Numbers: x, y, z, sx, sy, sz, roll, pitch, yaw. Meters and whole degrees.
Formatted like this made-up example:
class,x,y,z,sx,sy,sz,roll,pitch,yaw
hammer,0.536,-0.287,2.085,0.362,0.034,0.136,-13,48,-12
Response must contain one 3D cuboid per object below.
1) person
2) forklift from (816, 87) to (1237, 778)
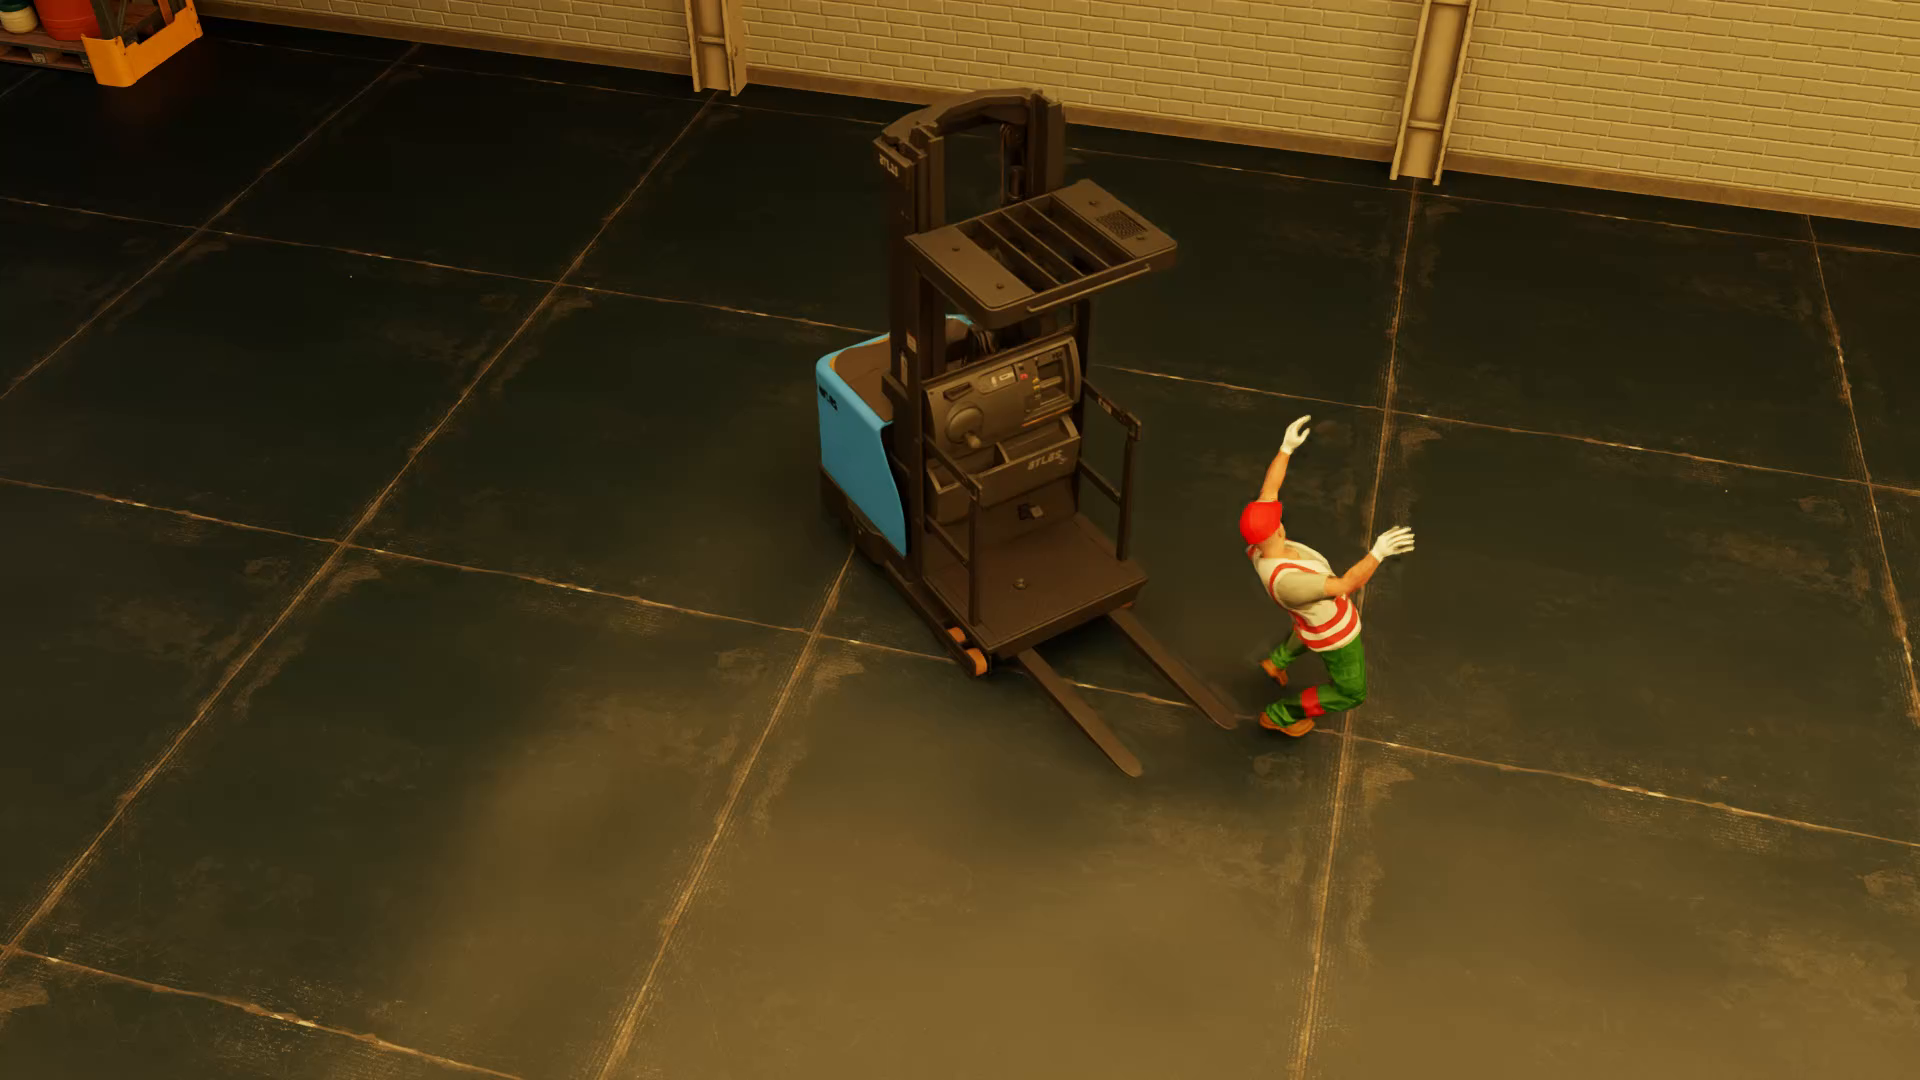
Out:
class,x,y,z,sx,sy,sz,roll,pitch,yaw
person,1.743,0.293,8.502,0.777,1.645,0.992,-7,42,-7
forklift,0.353,-0.699,8.659,1.130,2.935,3.031,-23,46,-24
